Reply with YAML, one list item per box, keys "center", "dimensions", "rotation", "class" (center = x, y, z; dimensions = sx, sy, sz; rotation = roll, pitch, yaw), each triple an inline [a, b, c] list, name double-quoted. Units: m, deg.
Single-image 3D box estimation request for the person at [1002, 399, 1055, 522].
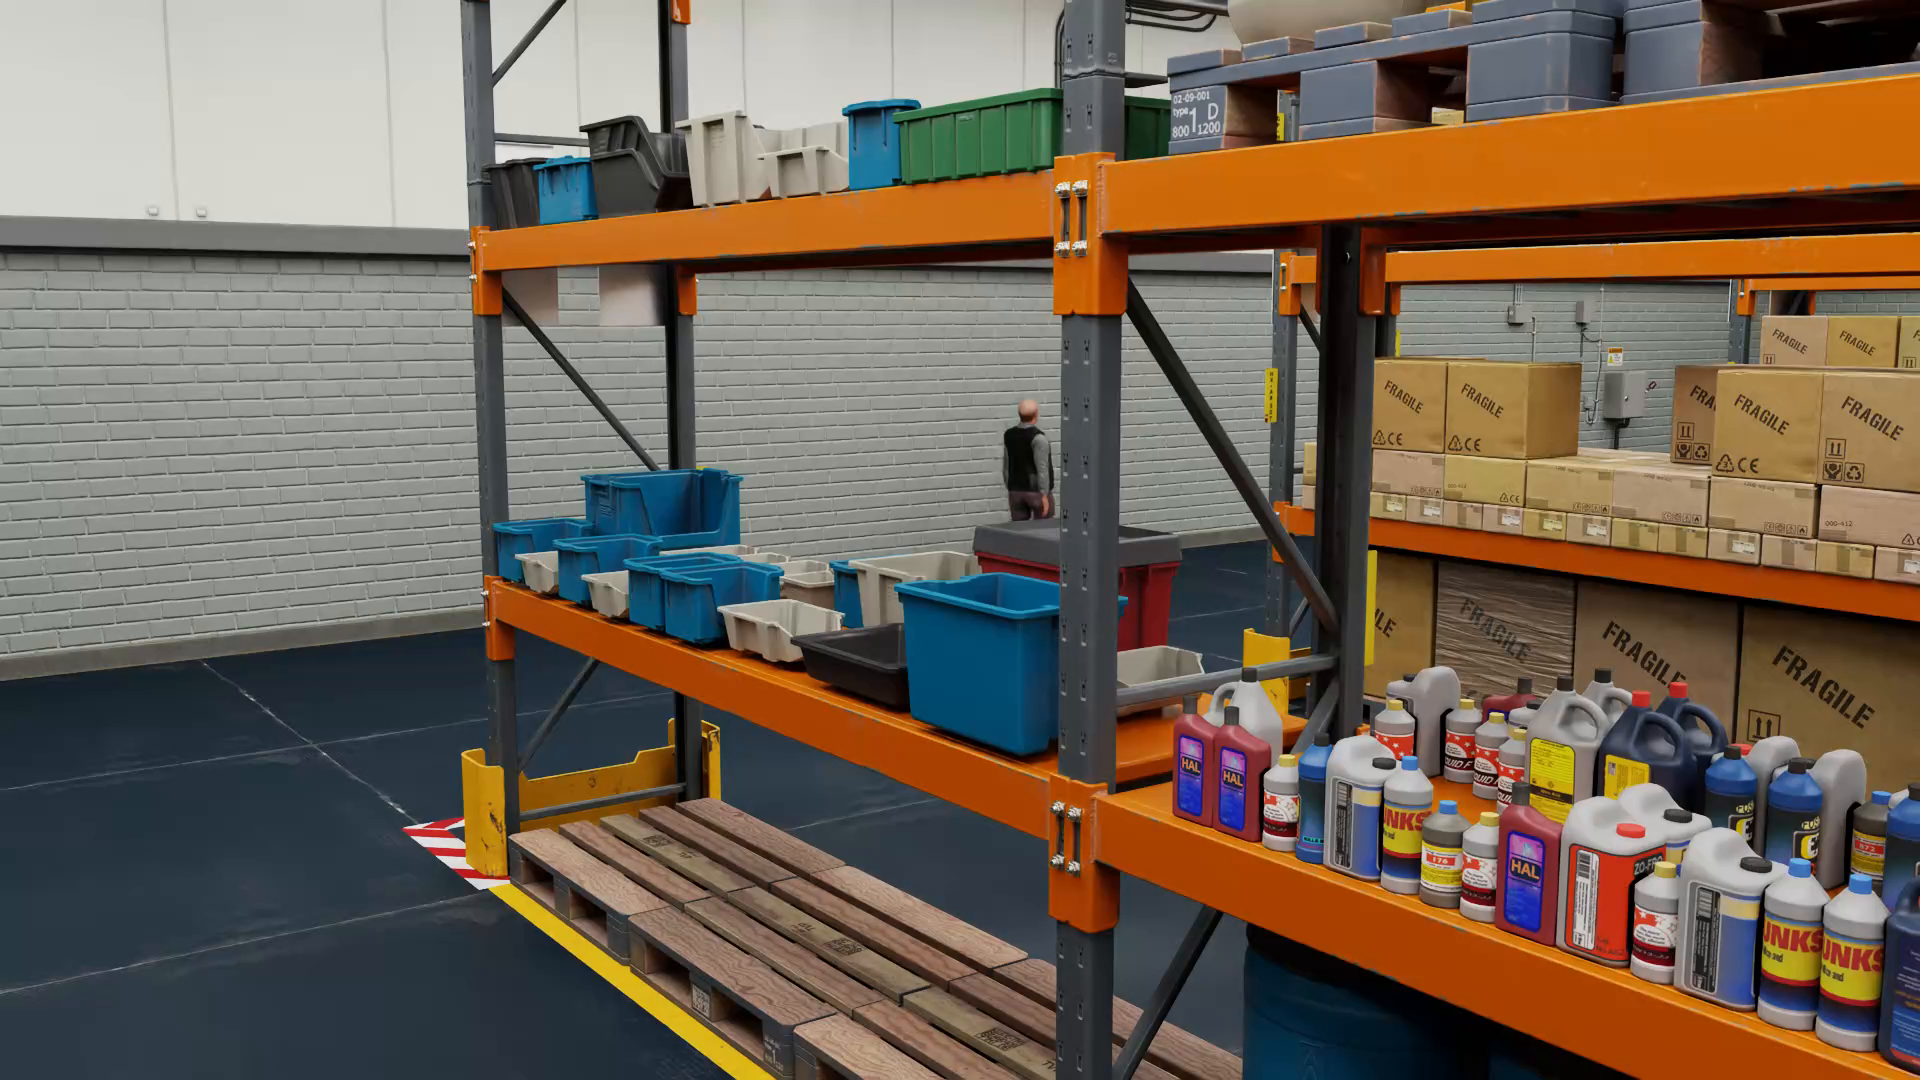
- center: [0.594, -0.411, 14.893]
  dimensions: [0.543, 1.697, 0.784]
  rotation: [7, 10, 41]
  class: "person"
